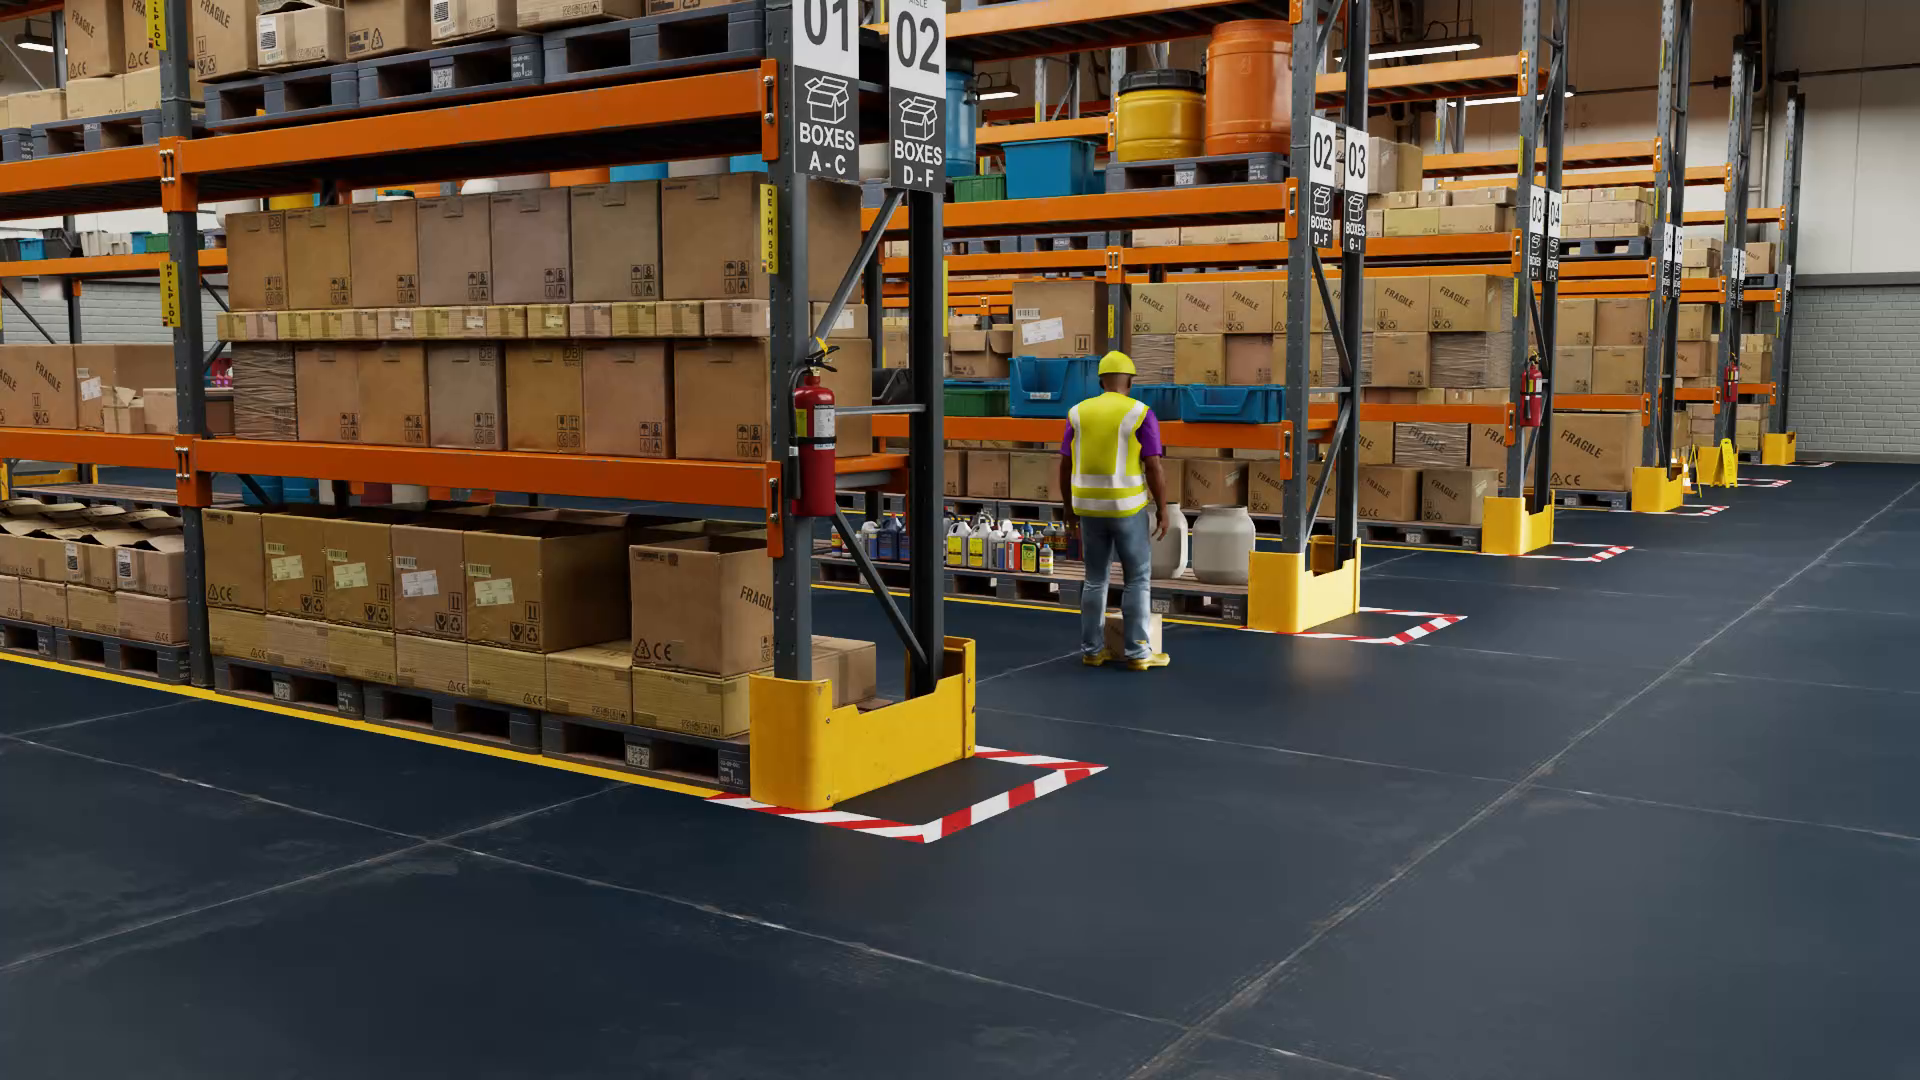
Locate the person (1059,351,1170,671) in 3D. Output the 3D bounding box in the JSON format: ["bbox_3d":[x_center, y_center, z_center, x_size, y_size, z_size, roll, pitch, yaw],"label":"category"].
[{"bbox_3d":[0.862,-0.172,9.287,0.634,1.760,0.458,4,7,30],"label":"person"}]
